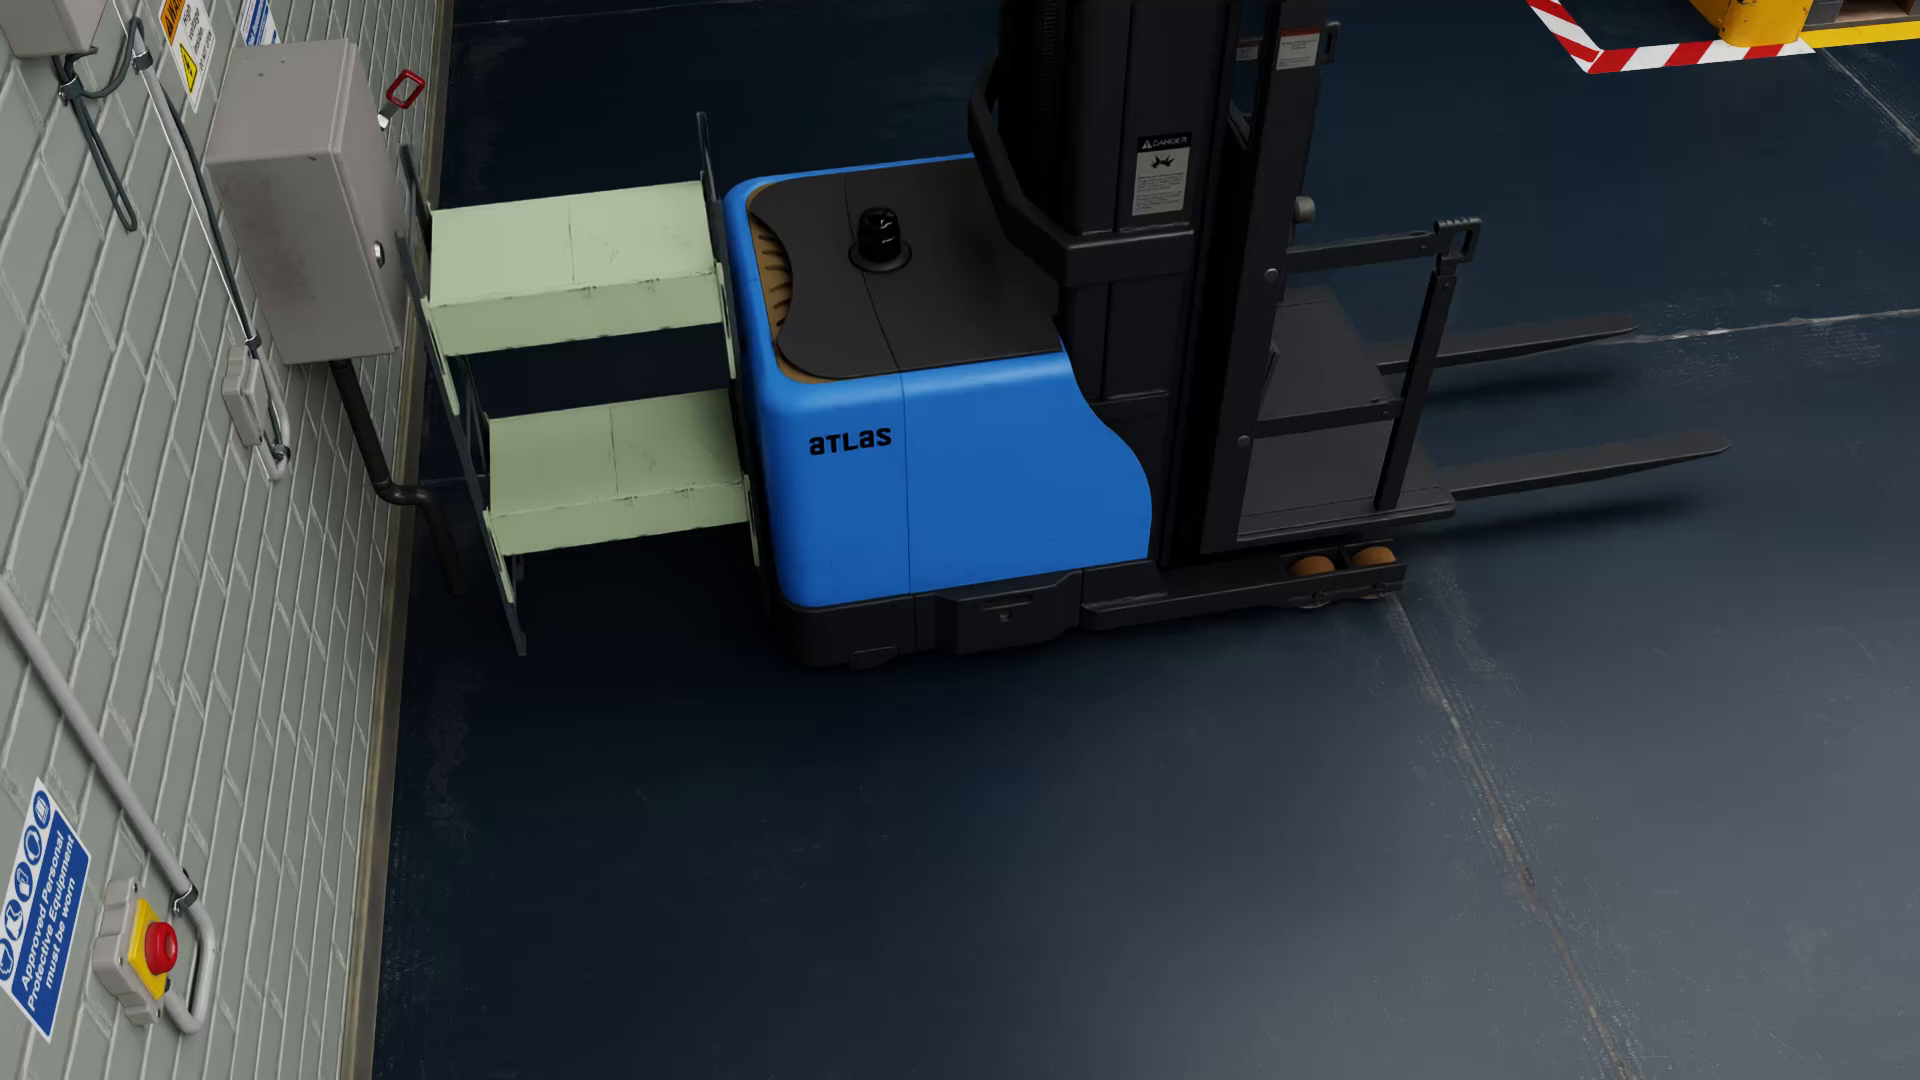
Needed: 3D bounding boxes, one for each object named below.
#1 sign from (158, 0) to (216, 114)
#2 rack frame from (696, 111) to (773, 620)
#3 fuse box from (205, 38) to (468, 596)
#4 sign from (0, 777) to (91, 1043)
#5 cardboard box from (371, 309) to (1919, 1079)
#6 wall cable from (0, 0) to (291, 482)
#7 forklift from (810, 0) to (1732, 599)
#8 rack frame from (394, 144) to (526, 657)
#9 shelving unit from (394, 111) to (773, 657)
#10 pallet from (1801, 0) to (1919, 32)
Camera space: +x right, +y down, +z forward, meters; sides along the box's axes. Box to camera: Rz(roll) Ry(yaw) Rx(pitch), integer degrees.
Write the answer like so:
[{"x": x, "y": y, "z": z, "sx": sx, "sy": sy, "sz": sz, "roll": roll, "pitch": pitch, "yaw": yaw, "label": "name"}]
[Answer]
[{"x": -1.711, "y": -1.135, "z": 3.687, "sx": 0.001, "sy": 0.242, "sz": 0.339, "roll": -7, "pitch": 46, "yaw": -7, "label": "sign"}, {"x": -0.617, "y": -0.423, "z": 4.616, "sx": 0.023, "sy": 1.500, "sz": 0.400, "roll": -8, "pitch": 47, "yaw": -8, "label": "rack frame"}, {"x": -1.516, "y": -0.466, "z": 4.510, "sx": 0.414, "sy": 1.711, "sz": 0.539, "roll": -7, "pitch": 46, "yaw": -7, "label": "fuse box"}, {"x": -1.354, "y": 0.544, "z": 2.455, "sx": 0.001, "sy": 0.218, "sz": 0.327, "roll": -7, "pitch": 46, "yaw": -7, "label": "sign"}, {"x": 5.311, "y": 0.540, "z": 3.654, "sx": 13.522, "sy": 1.550, "sz": 6.103, "roll": -8, "pitch": 47, "yaw": -7, "label": "cardboard box"}, {"x": -1.555, "y": -0.762, "z": 3.195, "sx": 0.122, "sy": 1.984, "sz": 0.588, "roll": -7, "pitch": 46, "yaw": -7, "label": "wall cable"}, {"x": 0.927, "y": -1.146, "z": 4.380, "sx": 2.937, "sy": 2.843, "sz": 1.107, "roll": -8, "pitch": 47, "yaw": -8, "label": "forklift"}, {"x": -1.334, "y": -0.317, "z": 4.514, "sx": 0.023, "sy": 1.500, "sz": 0.400, "roll": -8, "pitch": 47, "yaw": -8, "label": "rack frame"}, {"x": -0.976, "y": -0.370, "z": 4.565, "sx": 0.755, "sy": 1.500, "sz": 0.400, "roll": -8, "pitch": 47, "yaw": -8, "label": "shelving unit"}, {"x": 4.261, "y": -2.775, "z": 7.777, "sx": 1.213, "sy": 0.211, "sz": 1.003, "roll": -7, "pitch": 46, "yaw": -7, "label": "pallet"}]
